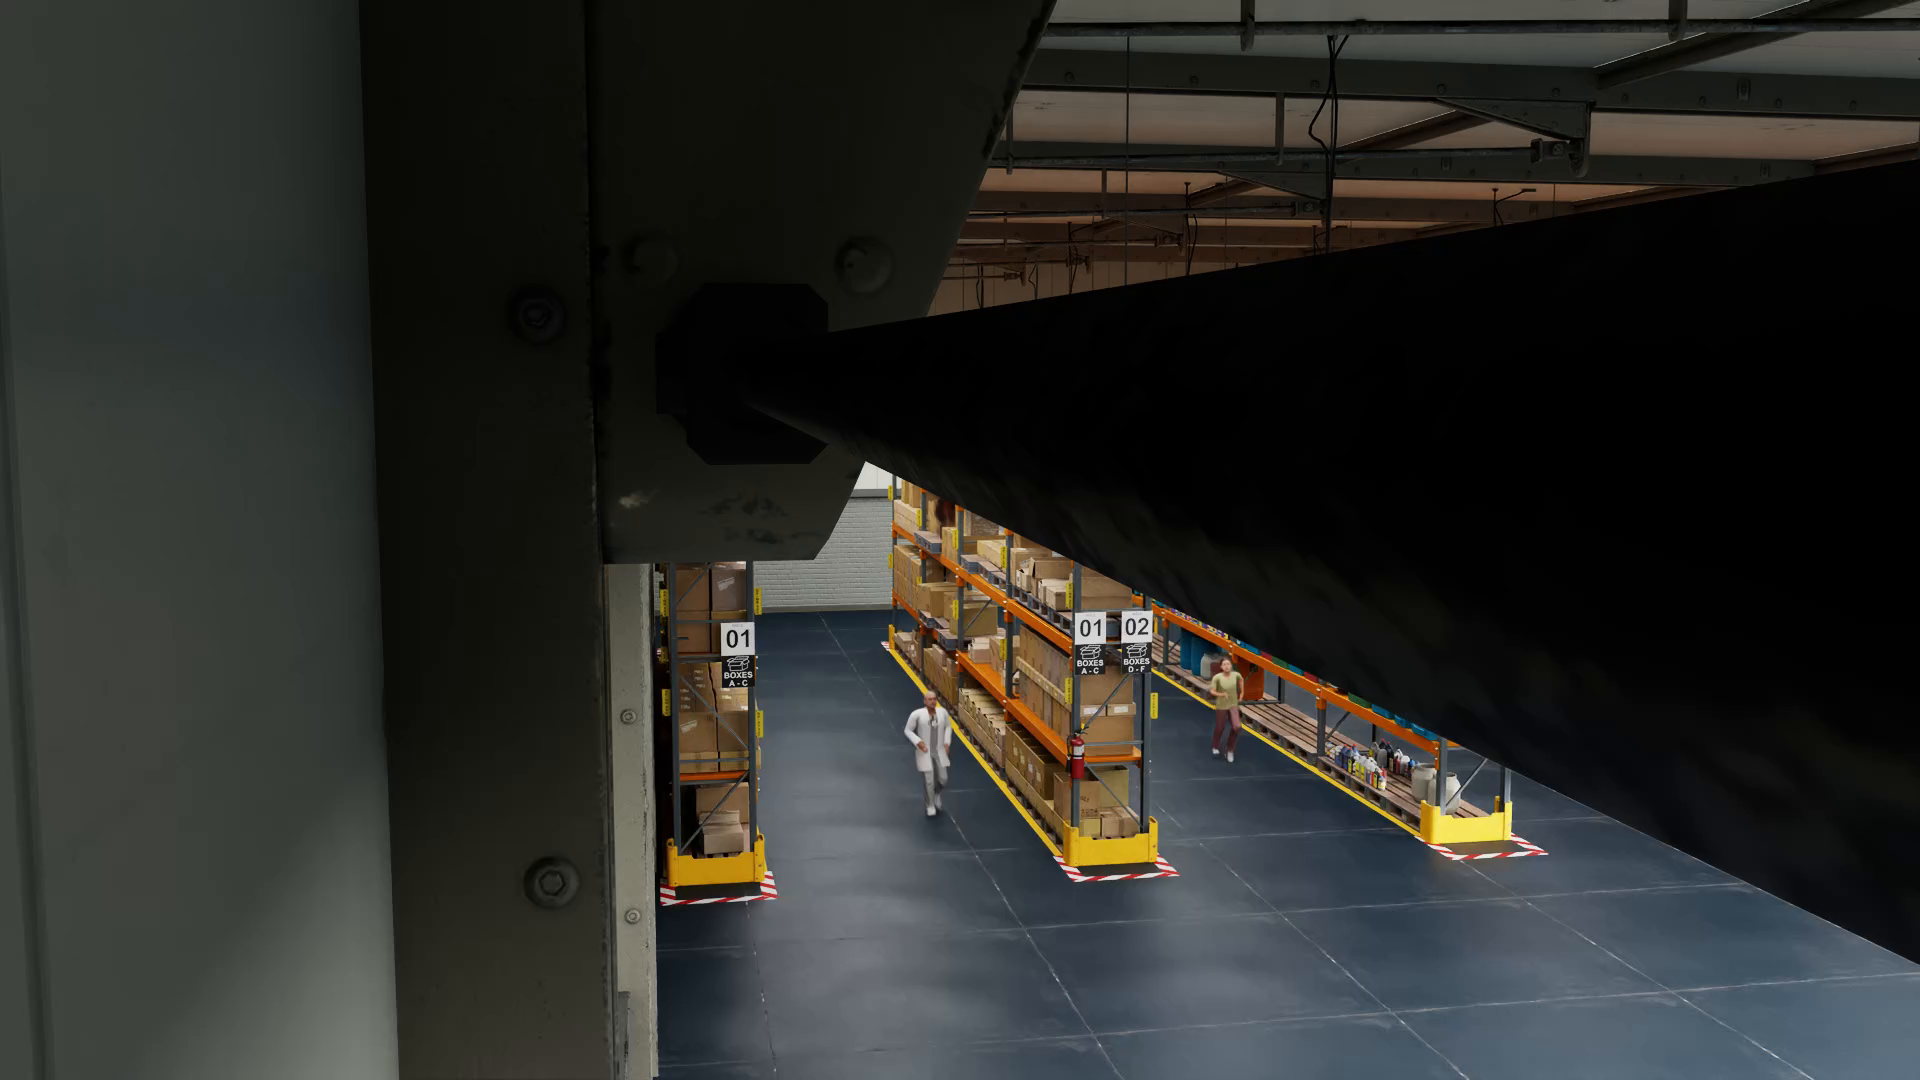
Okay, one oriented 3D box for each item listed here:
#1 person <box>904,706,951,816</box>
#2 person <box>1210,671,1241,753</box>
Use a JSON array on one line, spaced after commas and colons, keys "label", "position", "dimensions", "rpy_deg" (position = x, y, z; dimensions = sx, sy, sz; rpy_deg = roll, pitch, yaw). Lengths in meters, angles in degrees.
[{"label": "person", "position": [-0.425, 3.062, 23.195], "dimensions": [0.716, 1.540, 0.569], "rpy_deg": [-2, 6, -17]}, {"label": "person", "position": [4.197, 2.717, 26.312], "dimensions": [0.531, 1.308, 0.753], "rpy_deg": [0, 6, -3]}]
